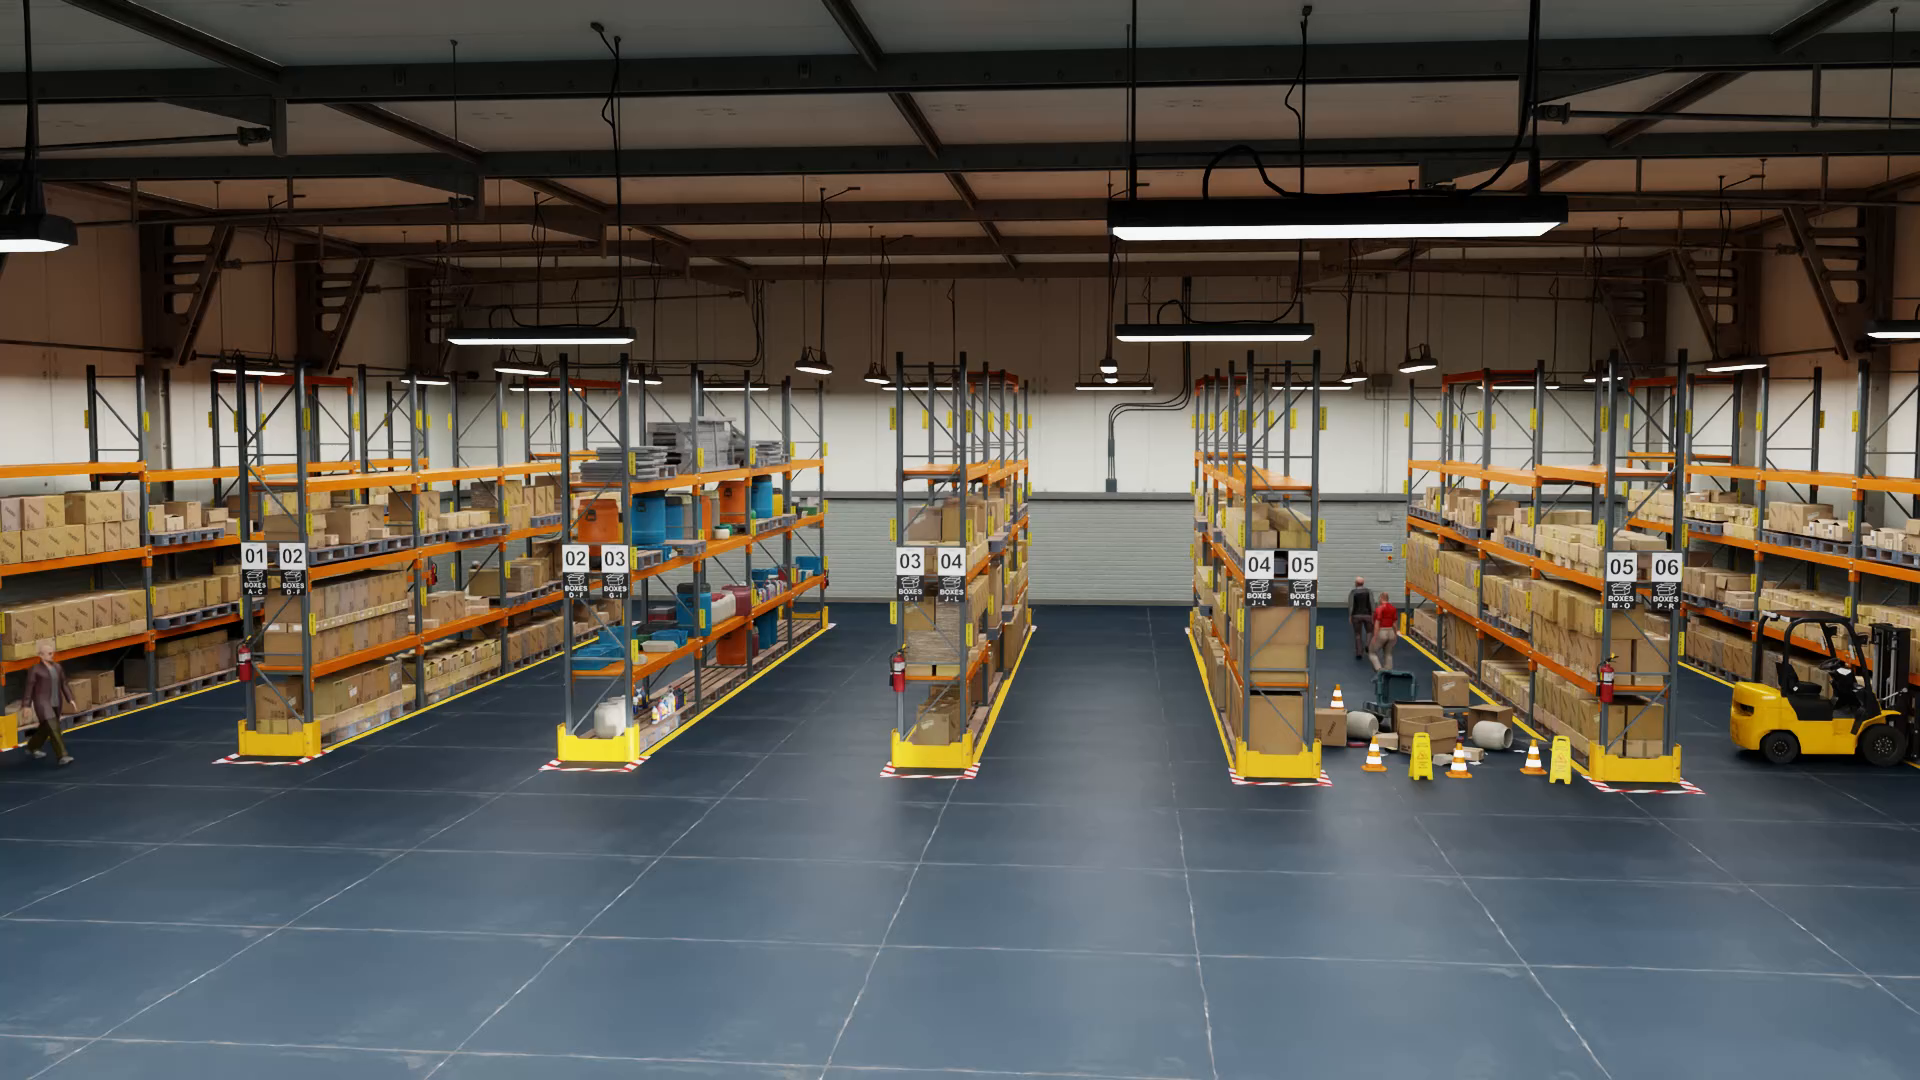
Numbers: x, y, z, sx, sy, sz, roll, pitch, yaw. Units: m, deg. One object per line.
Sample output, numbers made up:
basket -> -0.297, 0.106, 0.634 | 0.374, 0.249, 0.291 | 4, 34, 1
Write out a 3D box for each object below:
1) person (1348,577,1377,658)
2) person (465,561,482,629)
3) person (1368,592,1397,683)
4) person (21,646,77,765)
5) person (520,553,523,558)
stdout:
person -> 8.523, 1.642, 35.201 | 0.590, 1.718, 0.497 | 0, 4, 5
person -> -11.671, 1.333, 40.005 | 0.452, 1.679, 0.530 | -2, 5, -31
person -> 8.153, 1.880, 32.010 | 0.580, 1.755, 0.396 | -2, 5, -26
person -> -13.316, 2.404, 24.305 | 1.146, 1.733, 0.658 | 2, 4, 21
person -> -11.464, 1.124, 43.506 | 0.764, 1.552, 0.418 | 3, 5, 36
